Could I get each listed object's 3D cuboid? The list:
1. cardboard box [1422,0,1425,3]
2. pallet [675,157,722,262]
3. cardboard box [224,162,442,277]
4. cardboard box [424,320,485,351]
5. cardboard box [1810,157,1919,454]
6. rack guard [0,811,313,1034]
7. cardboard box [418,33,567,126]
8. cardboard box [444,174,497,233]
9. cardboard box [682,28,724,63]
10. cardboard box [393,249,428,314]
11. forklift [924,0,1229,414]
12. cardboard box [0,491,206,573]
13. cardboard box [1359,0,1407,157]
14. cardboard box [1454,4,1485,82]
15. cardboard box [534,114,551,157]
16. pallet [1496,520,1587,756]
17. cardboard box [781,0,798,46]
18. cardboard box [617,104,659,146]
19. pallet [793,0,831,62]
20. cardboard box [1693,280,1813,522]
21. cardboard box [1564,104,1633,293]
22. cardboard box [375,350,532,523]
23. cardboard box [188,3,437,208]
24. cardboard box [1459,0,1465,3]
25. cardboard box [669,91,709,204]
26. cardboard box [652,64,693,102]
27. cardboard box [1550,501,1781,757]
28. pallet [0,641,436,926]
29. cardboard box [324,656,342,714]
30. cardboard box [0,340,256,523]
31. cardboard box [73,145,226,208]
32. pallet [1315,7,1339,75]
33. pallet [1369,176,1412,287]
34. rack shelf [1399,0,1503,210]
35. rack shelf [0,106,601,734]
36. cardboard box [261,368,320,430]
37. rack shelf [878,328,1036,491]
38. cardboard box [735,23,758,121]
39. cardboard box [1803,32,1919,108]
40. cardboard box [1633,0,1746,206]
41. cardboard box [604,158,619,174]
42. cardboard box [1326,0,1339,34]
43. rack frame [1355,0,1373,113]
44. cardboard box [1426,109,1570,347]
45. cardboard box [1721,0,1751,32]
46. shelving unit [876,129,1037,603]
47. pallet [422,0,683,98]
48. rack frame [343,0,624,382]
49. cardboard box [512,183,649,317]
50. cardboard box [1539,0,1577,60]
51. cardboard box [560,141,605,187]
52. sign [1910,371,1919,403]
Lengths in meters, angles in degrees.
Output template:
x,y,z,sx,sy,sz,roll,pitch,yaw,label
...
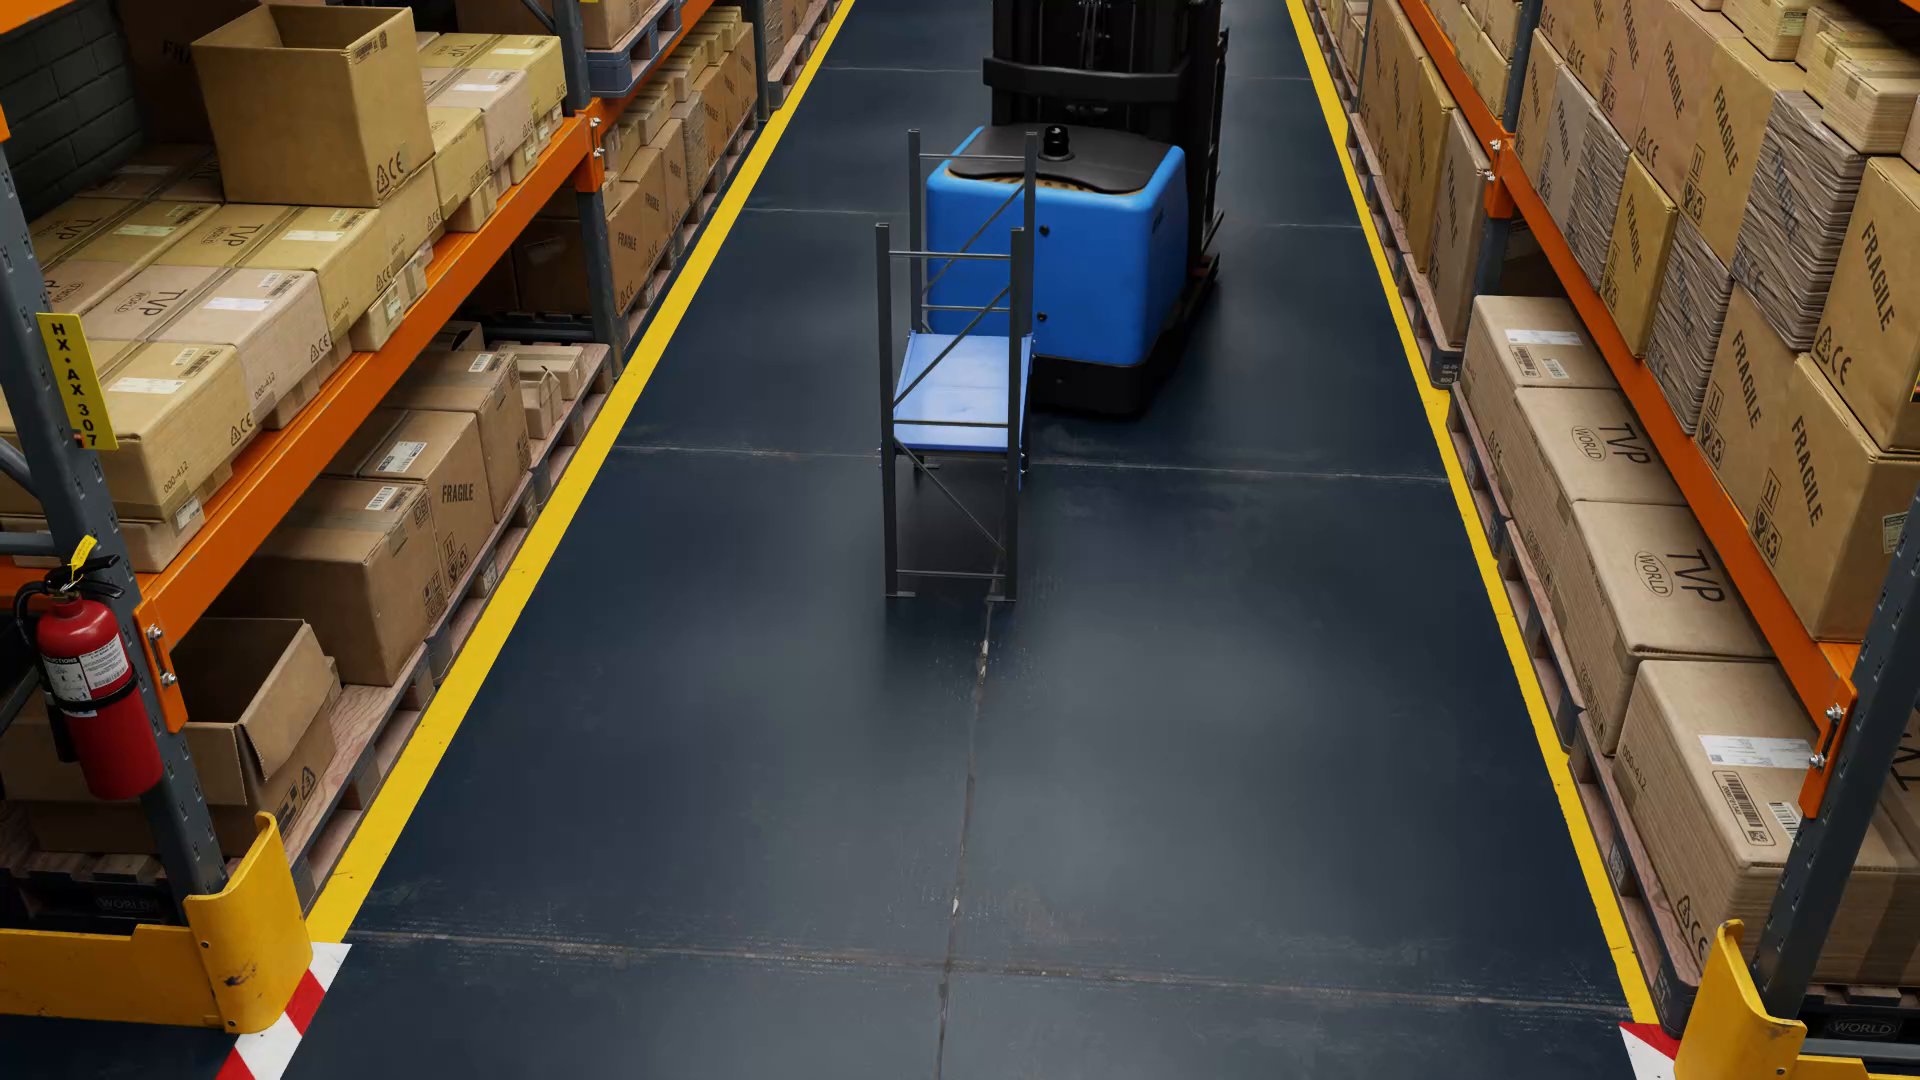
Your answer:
x,y,z,sx,sy,sz,roll,pitch,yaw,label
2.772,-3.117,9.092,0.500,0.250,0.500,3,32,6,cardboard box
-2.013,-1.967,9.741,1.003,0.211,1.213,2,32,4,pallet
-2.059,-1.082,5.506,0.500,0.250,0.500,2,32,3,cardboard box
-2.428,-0.787,7.330,0.500,0.311,0.500,4,32,6,cardboard box
2.286,-0.517,3.681,0.500,0.500,0.500,3,32,6,cardboard box
-2.458,1.028,4.605,1.175,0.500,0.348,2,32,4,rack guard
-1.937,-1.874,6.791,0.500,0.250,0.500,3,32,5,cardboard box
-1.950,-1.259,6.173,0.380,0.149,0.250,2,32,3,cardboard box
-1.657,-3.021,10.157,0.380,0.149,0.250,1,32,2,cardboard box
-2.008,-0.859,5.525,0.380,0.149,0.250,3,32,5,cardboard box
0.767,-2.582,8.145,1.130,2.935,3.031,9,33,15,forklift
-2.164,-0.049,4.211,0.380,0.149,0.250,2,32,4,cardboard box
2.996,-2.886,10.199,0.875,0.875,0.875,2,32,4,cardboard box
2.637,-2.325,7.807,0.500,0.250,0.500,2,32,3,cardboard box
-1.912,-1.666,6.834,0.380,0.149,0.250,3,32,5,cardboard box
2.573,0.343,5.992,1.003,0.211,1.213,2,32,4,pallet
-1.703,-4.015,12.269,0.875,0.625,0.625,3,32,6,cardboard box
-1.823,-2.211,8.842,0.380,0.149,0.250,2,32,4,cardboard box
-1.605,-4.057,13.132,1.003,0.211,1.213,2,32,4,pallet
2.315,-0.354,4.370,0.500,0.500,0.500,2,32,3,cardboard box
2.418,-1.163,5.683,0.500,0.500,0.500,3,32,4,cardboard box
-2.127,-0.415,6.546,0.700,0.500,0.500,1,32,2,cardboard box
-2.037,-1.388,5.288,0.500,0.500,0.500,3,32,5,cardboard box
2.672,-2.800,8.102,0.500,0.250,0.500,3,32,5,cardboard box
-1.748,-2.256,9.535,0.500,0.500,0.500,1,32,2,cardboard box
-1.736,-2.609,9.488,0.380,0.149,0.250,1,32,2,cardboard box
2.504,0.298,5.450,0.875,0.438,0.875,3,32,5,cardboard box
-2.394,0.734,5.357,1.003,0.211,1.213,2,32,4,pallet
-2.246,0.502,5.393,0.380,0.149,0.250,1,32,2,cardboard box
-2.158,-0.285,4.212,0.500,0.250,0.500,3,32,4,cardboard box
-2.560,-1.113,5.556,0.500,0.250,0.500,2,32,4,cardboard box
3.302,-3.827,12.759,1.003,0.211,1.213,2,32,4,pallet
2.894,-1.737,9.367,1.003,0.211,1.213,2,32,4,pallet
2.972,-2.617,8.824,1.077,0.370,4.000,2,32,4,rack shelf
-2.301,-0.736,5.770,1.077,0.370,4.000,2,32,4,rack shelf
-2.121,-0.453,4.865,0.380,0.149,0.250,3,32,6,cardboard box
0.007,-0.530,6.523,0.538,0.185,1.000,2,32,4,rack shelf
-1.633,-3.064,10.845,0.500,0.500,0.500,3,32,5,cardboard box
2.309,-1.129,4.056,0.380,0.149,0.250,3,32,5,cardboard box
2.385,-1.313,4.972,0.500,0.500,0.500,2,32,4,cardboard box
-1.898,-1.803,8.180,0.380,0.149,0.250,2,32,3,cardboard box
3.310,-4.107,12.660,0.950,0.372,0.625,3,32,6,cardboard box
3.135,-3.969,10.332,1.000,3.000,0.127,2,32,4,rack frame
2.780,-1.480,7.917,0.875,0.875,0.875,3,32,6,cardboard box
2.403,-1.533,4.711,0.380,0.149,0.250,3,32,6,cardboard box
0.007,-0.683,6.429,0.538,1.500,1.048,2,32,4,shelving unit
-1.964,-2.419,8.000,1.003,0.211,1.213,2,32,4,pallet
-2.138,-2.088,7.279,1.000,3.000,0.127,2,32,4,rack frame
-1.875,-1.446,8.219,0.500,0.500,0.500,4,32,6,cardboard box
2.529,-2.107,6.262,0.500,0.500,0.500,3,32,4,cardboard box
-1.904,-1.784,7.866,0.380,0.149,0.250,2,32,3,cardboard box
1.944,-0.410,3.227,0.100,0.325,0.005,2,32,4,sign
